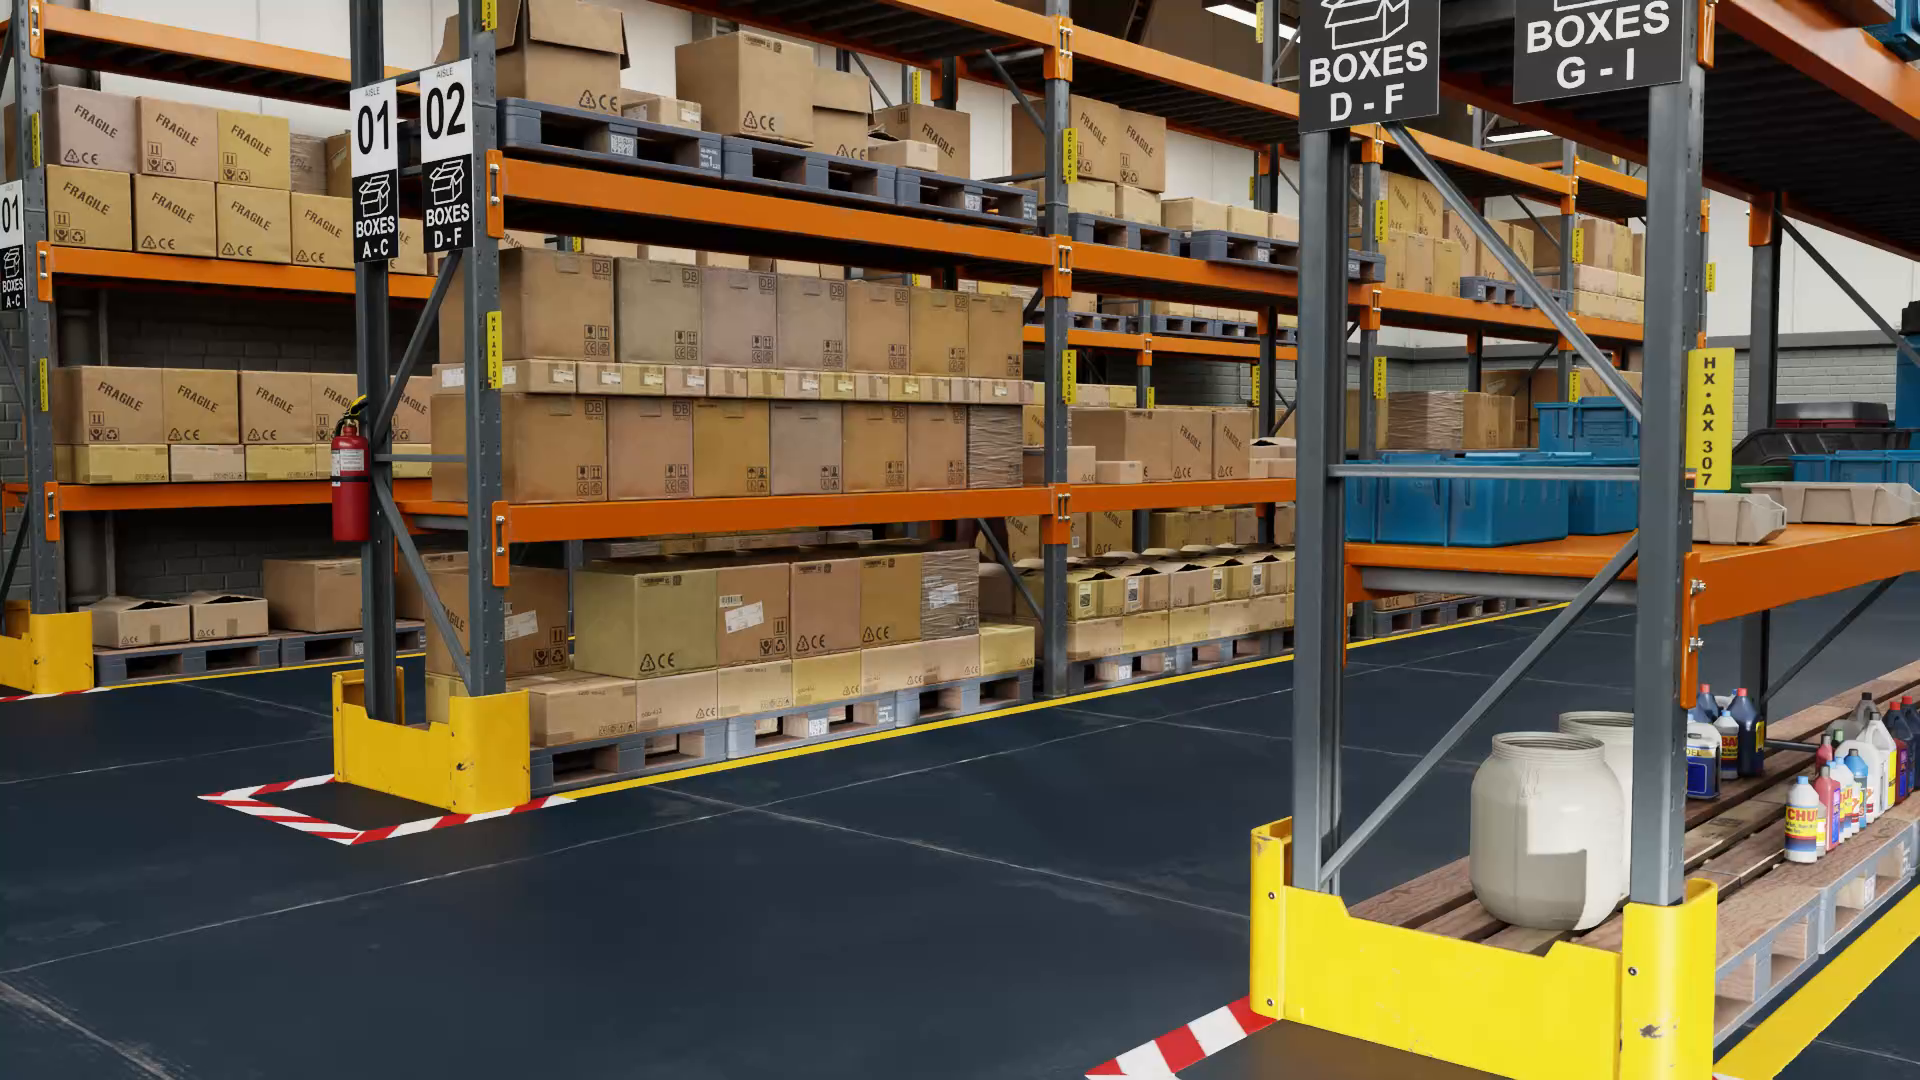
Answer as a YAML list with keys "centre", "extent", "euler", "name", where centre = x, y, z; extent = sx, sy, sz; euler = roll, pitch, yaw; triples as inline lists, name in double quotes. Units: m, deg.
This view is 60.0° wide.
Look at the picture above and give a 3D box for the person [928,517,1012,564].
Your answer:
- centre: [0.035, 0.142, 12.667]
  extent: [0.633, 1.382, 0.734]
  euler: [3, 5, 41]
  name: "person"
